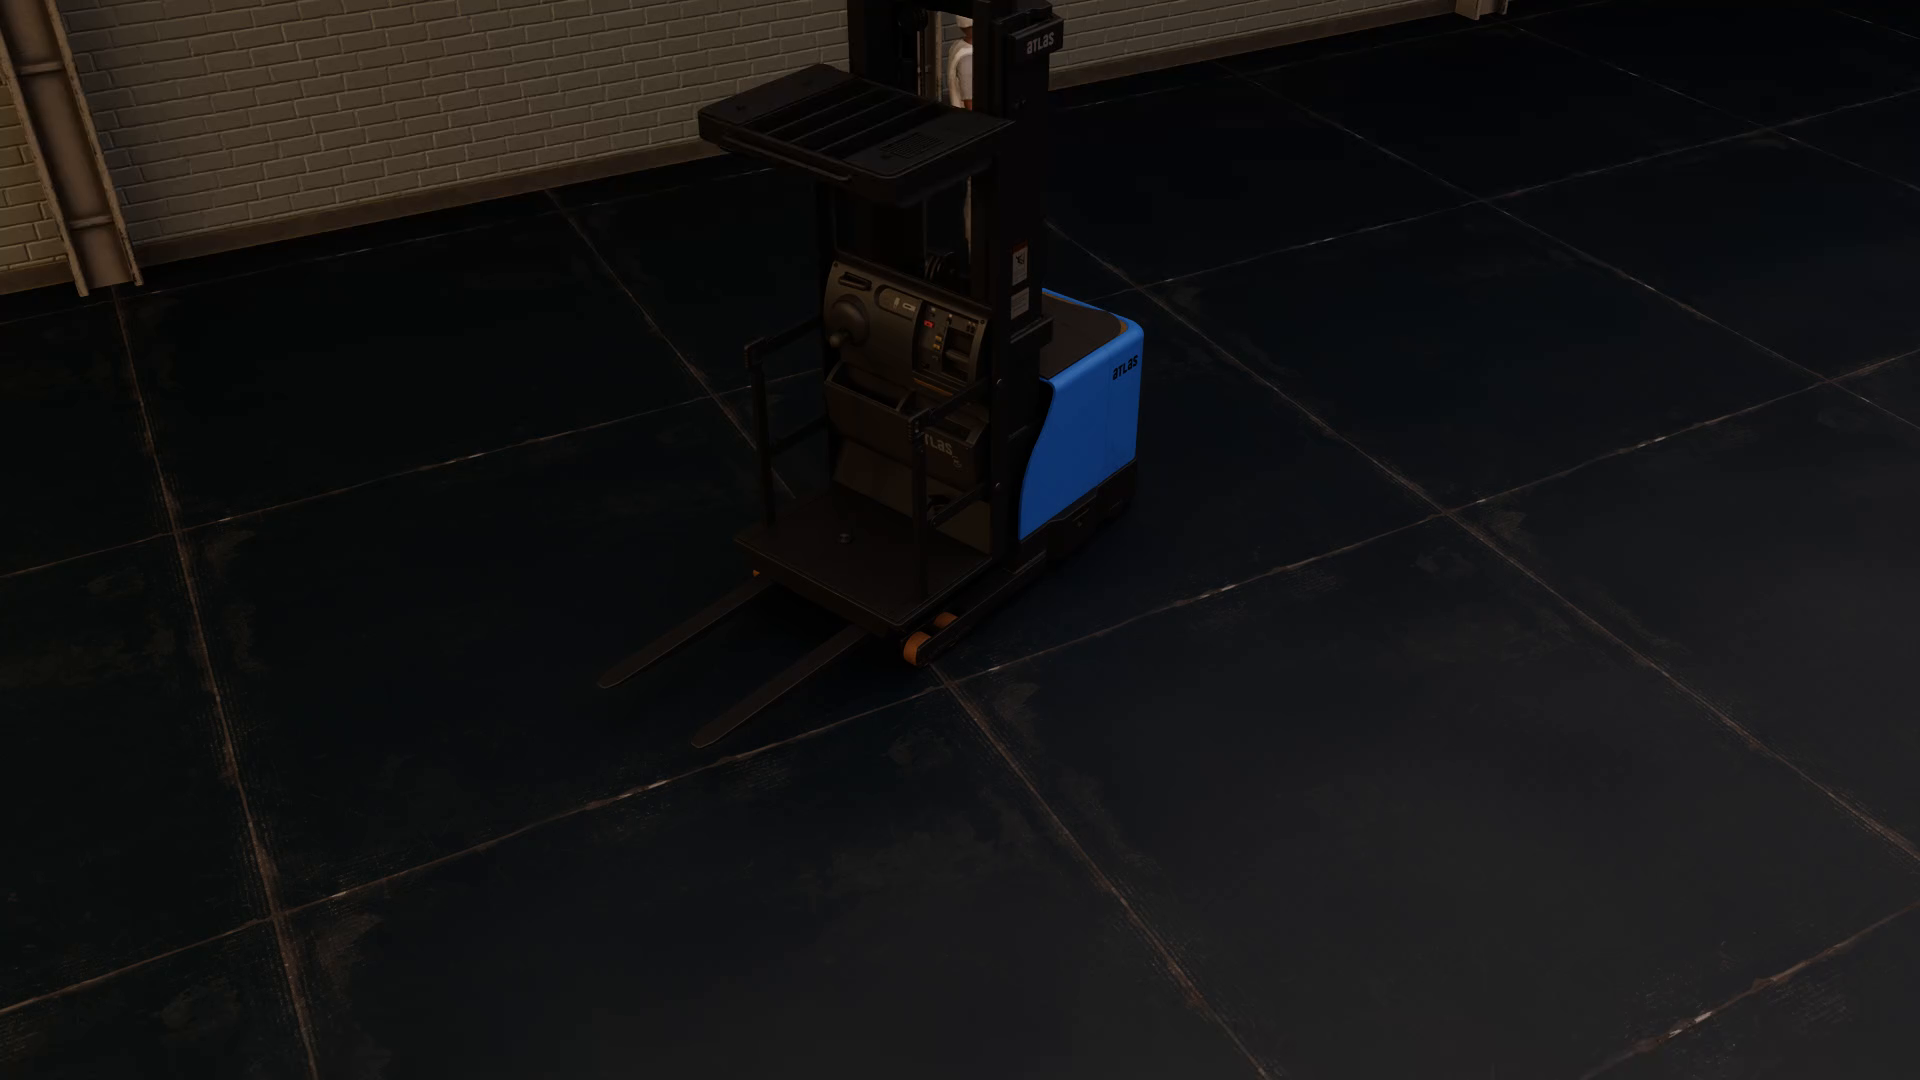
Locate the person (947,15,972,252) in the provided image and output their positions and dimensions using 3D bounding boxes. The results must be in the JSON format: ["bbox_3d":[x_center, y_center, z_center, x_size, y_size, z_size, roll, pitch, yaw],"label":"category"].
[{"bbox_3d":[0.210,-2.632,10.828,0.578,1.783,0.657,-4,35,-6],"label":"person"}]

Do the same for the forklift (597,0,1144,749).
[{"bbox_3d":[-0.390,-0.927,7.434,1.130,2.935,3.031,26,43,31],"label":"forklift"}]
